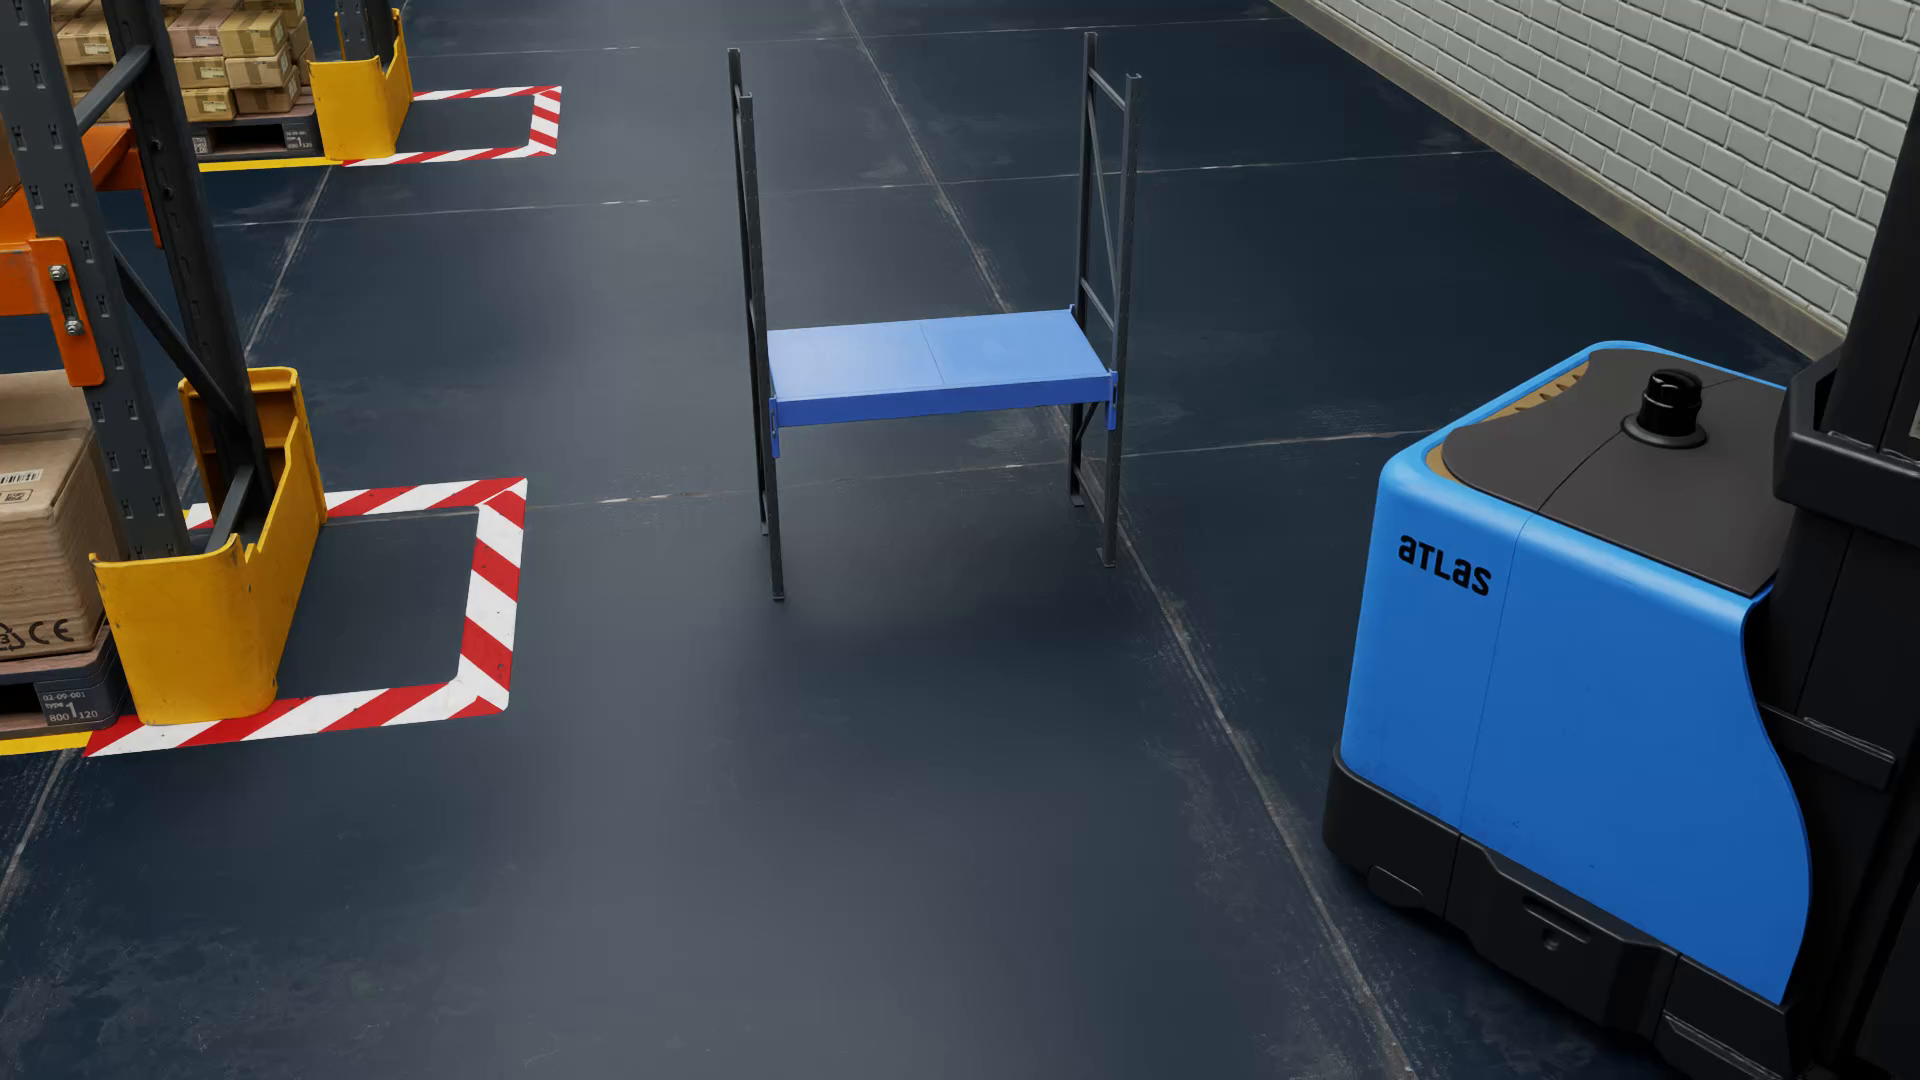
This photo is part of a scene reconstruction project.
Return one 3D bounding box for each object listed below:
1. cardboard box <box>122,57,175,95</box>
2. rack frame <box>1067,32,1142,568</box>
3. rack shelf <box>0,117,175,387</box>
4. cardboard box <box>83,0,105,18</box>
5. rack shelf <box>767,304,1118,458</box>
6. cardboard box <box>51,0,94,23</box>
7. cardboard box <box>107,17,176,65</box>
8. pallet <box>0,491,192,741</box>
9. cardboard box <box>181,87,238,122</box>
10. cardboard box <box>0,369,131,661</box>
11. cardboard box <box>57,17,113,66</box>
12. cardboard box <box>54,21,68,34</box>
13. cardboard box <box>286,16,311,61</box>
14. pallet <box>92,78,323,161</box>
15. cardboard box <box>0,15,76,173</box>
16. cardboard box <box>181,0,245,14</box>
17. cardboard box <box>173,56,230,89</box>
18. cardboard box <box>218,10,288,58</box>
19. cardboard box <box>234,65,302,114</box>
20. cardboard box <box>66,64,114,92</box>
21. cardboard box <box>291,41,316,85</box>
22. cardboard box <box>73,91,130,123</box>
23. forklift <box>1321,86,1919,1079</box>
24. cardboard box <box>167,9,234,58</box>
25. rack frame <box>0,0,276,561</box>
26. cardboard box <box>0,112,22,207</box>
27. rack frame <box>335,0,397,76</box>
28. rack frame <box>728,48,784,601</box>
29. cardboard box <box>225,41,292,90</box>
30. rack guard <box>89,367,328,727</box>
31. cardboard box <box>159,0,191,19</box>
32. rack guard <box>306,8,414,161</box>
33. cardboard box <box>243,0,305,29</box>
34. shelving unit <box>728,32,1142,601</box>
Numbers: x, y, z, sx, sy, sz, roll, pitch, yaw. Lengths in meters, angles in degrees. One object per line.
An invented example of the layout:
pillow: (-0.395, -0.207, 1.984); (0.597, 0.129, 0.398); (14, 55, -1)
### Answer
cardboard box: (-4.117, -2.398, 8.474); (0.250, 0.149, 0.380); (-7, 31, -11)
rack frame: (0.416, -0.685, 4.936); (0.032, 1.500, 0.500); (-5, 31, -9)
rack shelf: (-4.114, -0.605, 4.030); (4.000, 0.370, 1.077); (-5, 31, -9)
cardboard box: (-4.464, -2.779, 8.828); (0.250, 0.149, 0.380); (-7, 31, -11)
rack shelf: (-0.084, -0.484, 4.948); (1.000, 0.185, 0.538); (-5, 31, -9)
cardboard box: (-4.739, -2.758, 8.793); (0.250, 0.149, 0.380); (-4, 31, -7)
cardboard box: (-4.102, -2.509, 8.370); (0.250, 0.149, 0.380); (-6, 31, -10)
pallet: (-2.919, 0.216, 4.674); (1.213, 0.211, 1.003); (-5, 31, -9)
cardboard box: (-3.853, -2.283, 8.571); (0.250, 0.149, 0.380); (-4, 31, -7)
cardboard box: (-2.778, -0.064, 4.514); (0.875, 0.438, 0.875); (-6, 31, -11)
cardboard box: (-4.369, -2.517, 8.383); (0.250, 0.149, 0.380); (-7, 31, -11)
cardboard box: (-4.623, -2.465, 8.294); (0.250, 0.149, 0.380); (-4, 31, -7)
cardboard box: (-3.700, -2.717, 9.017); (0.250, 0.149, 0.380); (-4, 31, -7)
pallet: (-4.018, -2.291, 8.938); (1.213, 0.211, 1.003); (-5, 31, -9)
cardboard box: (-2.671, -1.240, 4.302); (0.500, 0.500, 0.500); (-6, 31, -9)
cardboard box: (-3.964, -2.802, 8.867); (0.250, 0.149, 0.380); (-5, 31, -8)
cardboard box: (-3.873, -2.450, 8.562); (0.250, 0.149, 0.380); (-6, 31, -10)
cardboard box: (-3.613, -2.591, 8.508); (0.250, 0.149, 0.380); (-5, 31, -8)
cardboard box: (-3.618, -2.357, 8.697); (0.250, 0.149, 0.380); (-5, 31, -8)
cardboard box: (-4.399, -2.425, 8.520); (0.250, 0.149, 0.380); (-6, 31, -10)
cardboard box: (-3.711, -2.621, 9.146); (0.250, 0.149, 0.380); (-5, 31, -8)
cardboard box: (-4.369, -2.273, 8.554); (0.250, 0.149, 0.380); (-5, 31, -8)
forklift: (2.230, -0.126, 2.572); (1.130, 2.935, 3.031); (-26, 39, -36)
cardboard box: (-3.871, -2.596, 8.518); (0.250, 0.149, 0.380); (-5, 31, -8)
rack frame: (-2.147, -1.098, 4.158); (0.127, 3.000, 1.000); (-5, 31, -9)
cardboard box: (-2.574, -0.965, 3.833); (0.500, 0.500, 0.500); (-5, 31, -9)
rack frame: (-3.138, -3.557, 8.340); (0.127, 3.000, 1.000); (-5, 31, -9)
rack frame: (-0.584, -0.592, 4.778); (0.032, 1.500, 0.500); (-5, 31, -9)
cardboard box: (-3.606, -2.447, 8.556); (0.250, 0.149, 0.380); (-6, 31, -10)
rack guard: (-2.123, -0.023, 4.795); (0.348, 0.500, 1.175); (-5, 31, -9)
cardboard box: (-4.235, -2.843, 8.936); (0.250, 0.149, 0.380); (-5, 31, -9)
rack guard: (-3.213, -2.472, 8.961); (0.348, 0.500, 1.175); (-5, 31, -9)
cardboard box: (-3.715, -2.887, 9.012); (0.250, 0.149, 0.380); (-7, 31, -11)
shelving unit: (-0.084, -0.639, 4.857); (1.048, 1.500, 0.538); (-5, 31, -9)
